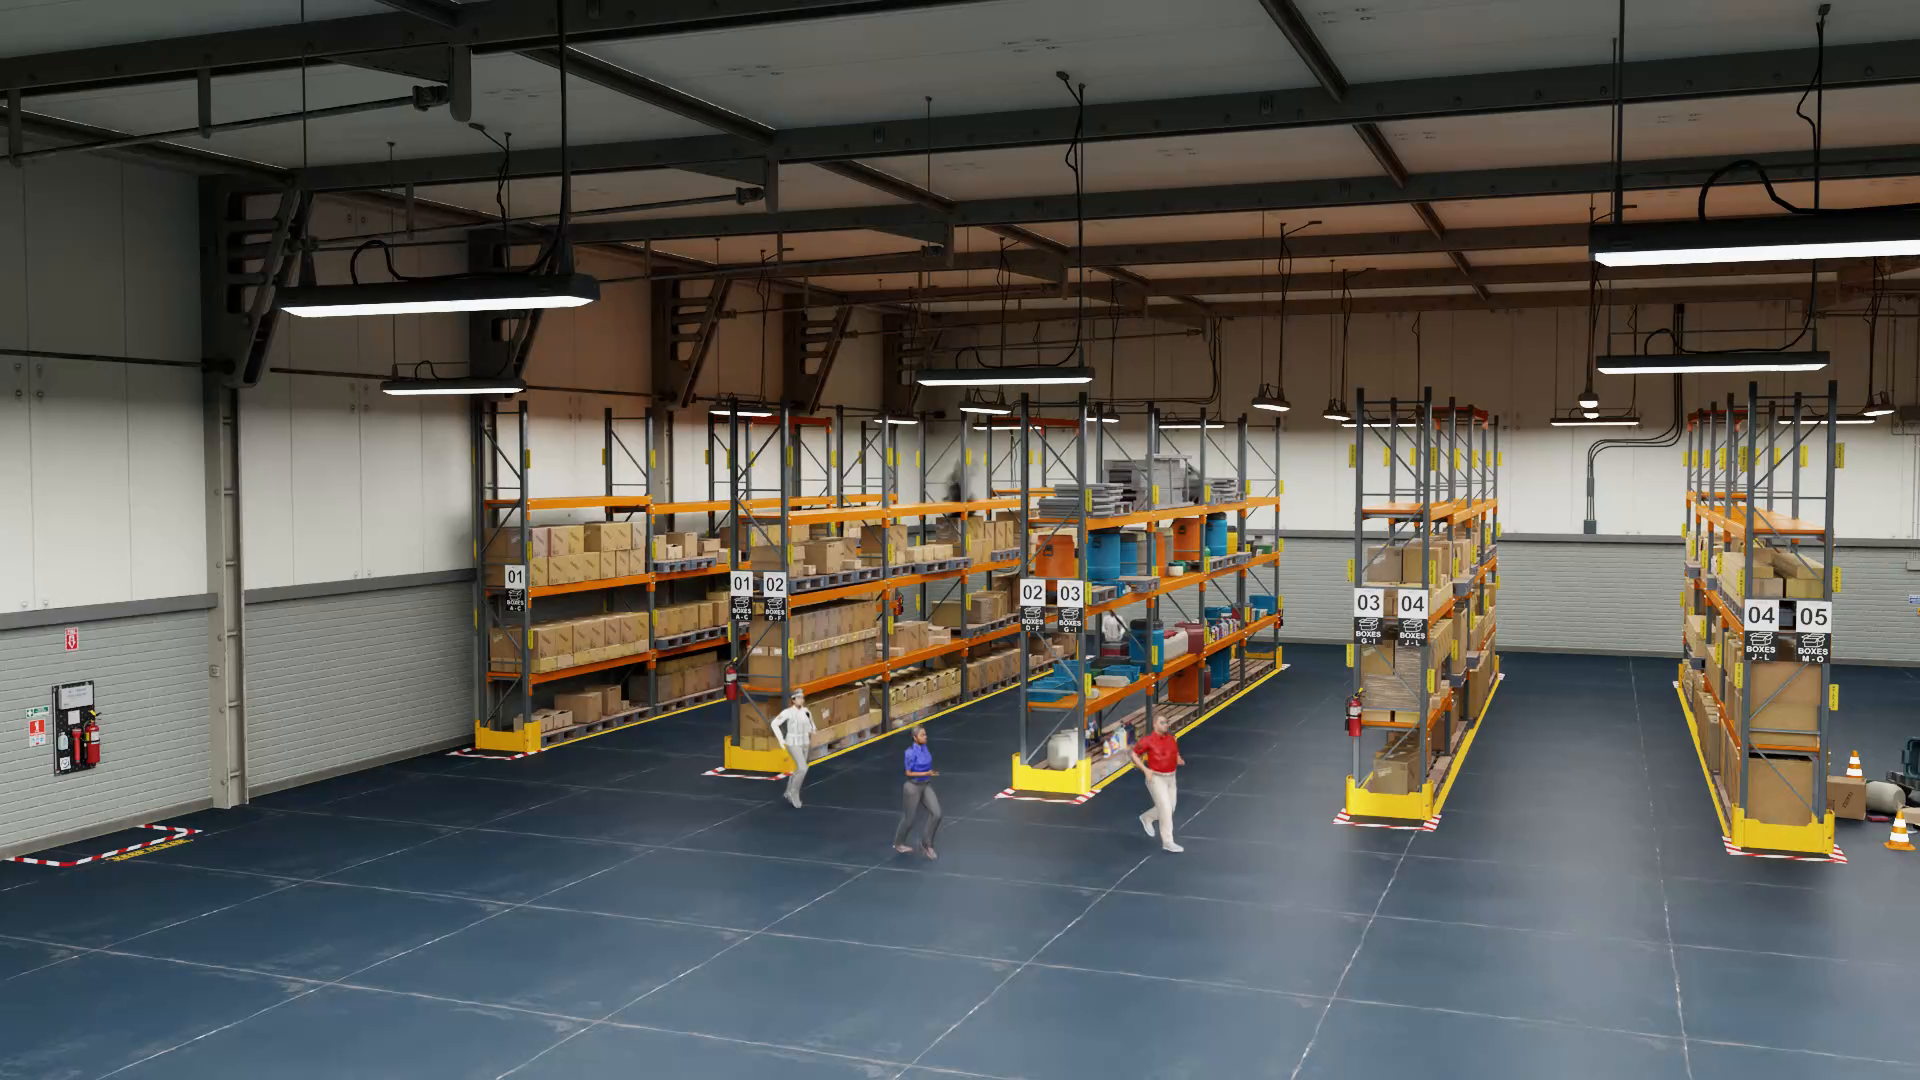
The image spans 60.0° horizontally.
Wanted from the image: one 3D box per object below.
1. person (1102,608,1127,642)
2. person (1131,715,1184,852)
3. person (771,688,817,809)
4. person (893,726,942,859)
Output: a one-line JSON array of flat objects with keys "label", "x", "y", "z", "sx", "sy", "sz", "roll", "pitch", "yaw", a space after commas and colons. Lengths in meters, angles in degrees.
[{"label": "person", "x": 3.543, "y": 2.287, "z": 38.504, "sx": 0.588, "sy": 1.656, "sz": 0.605, "roll": 1, "pitch": 3, "yaw": 12}, {"label": "person", "x": 2.581, "y": 3.100, "z": 21.412, "sx": 0.675, "sy": 1.697, "sz": 0.899, "roll": -2, "pitch": 3, "yaw": -36}, {"label": "person", "x": -2.330, "y": 2.996, "z": 23.960, "sx": 0.703, "sy": 1.719, "sz": 0.581, "roll": 3, "pitch": 4, "yaw": 42}, {"label": "person", "x": -0.516, "y": 3.171, "z": 20.839, "sx": 0.765, "sy": 1.695, "sz": 0.502, "roll": 2, "pitch": 4, "yaw": 41}]
